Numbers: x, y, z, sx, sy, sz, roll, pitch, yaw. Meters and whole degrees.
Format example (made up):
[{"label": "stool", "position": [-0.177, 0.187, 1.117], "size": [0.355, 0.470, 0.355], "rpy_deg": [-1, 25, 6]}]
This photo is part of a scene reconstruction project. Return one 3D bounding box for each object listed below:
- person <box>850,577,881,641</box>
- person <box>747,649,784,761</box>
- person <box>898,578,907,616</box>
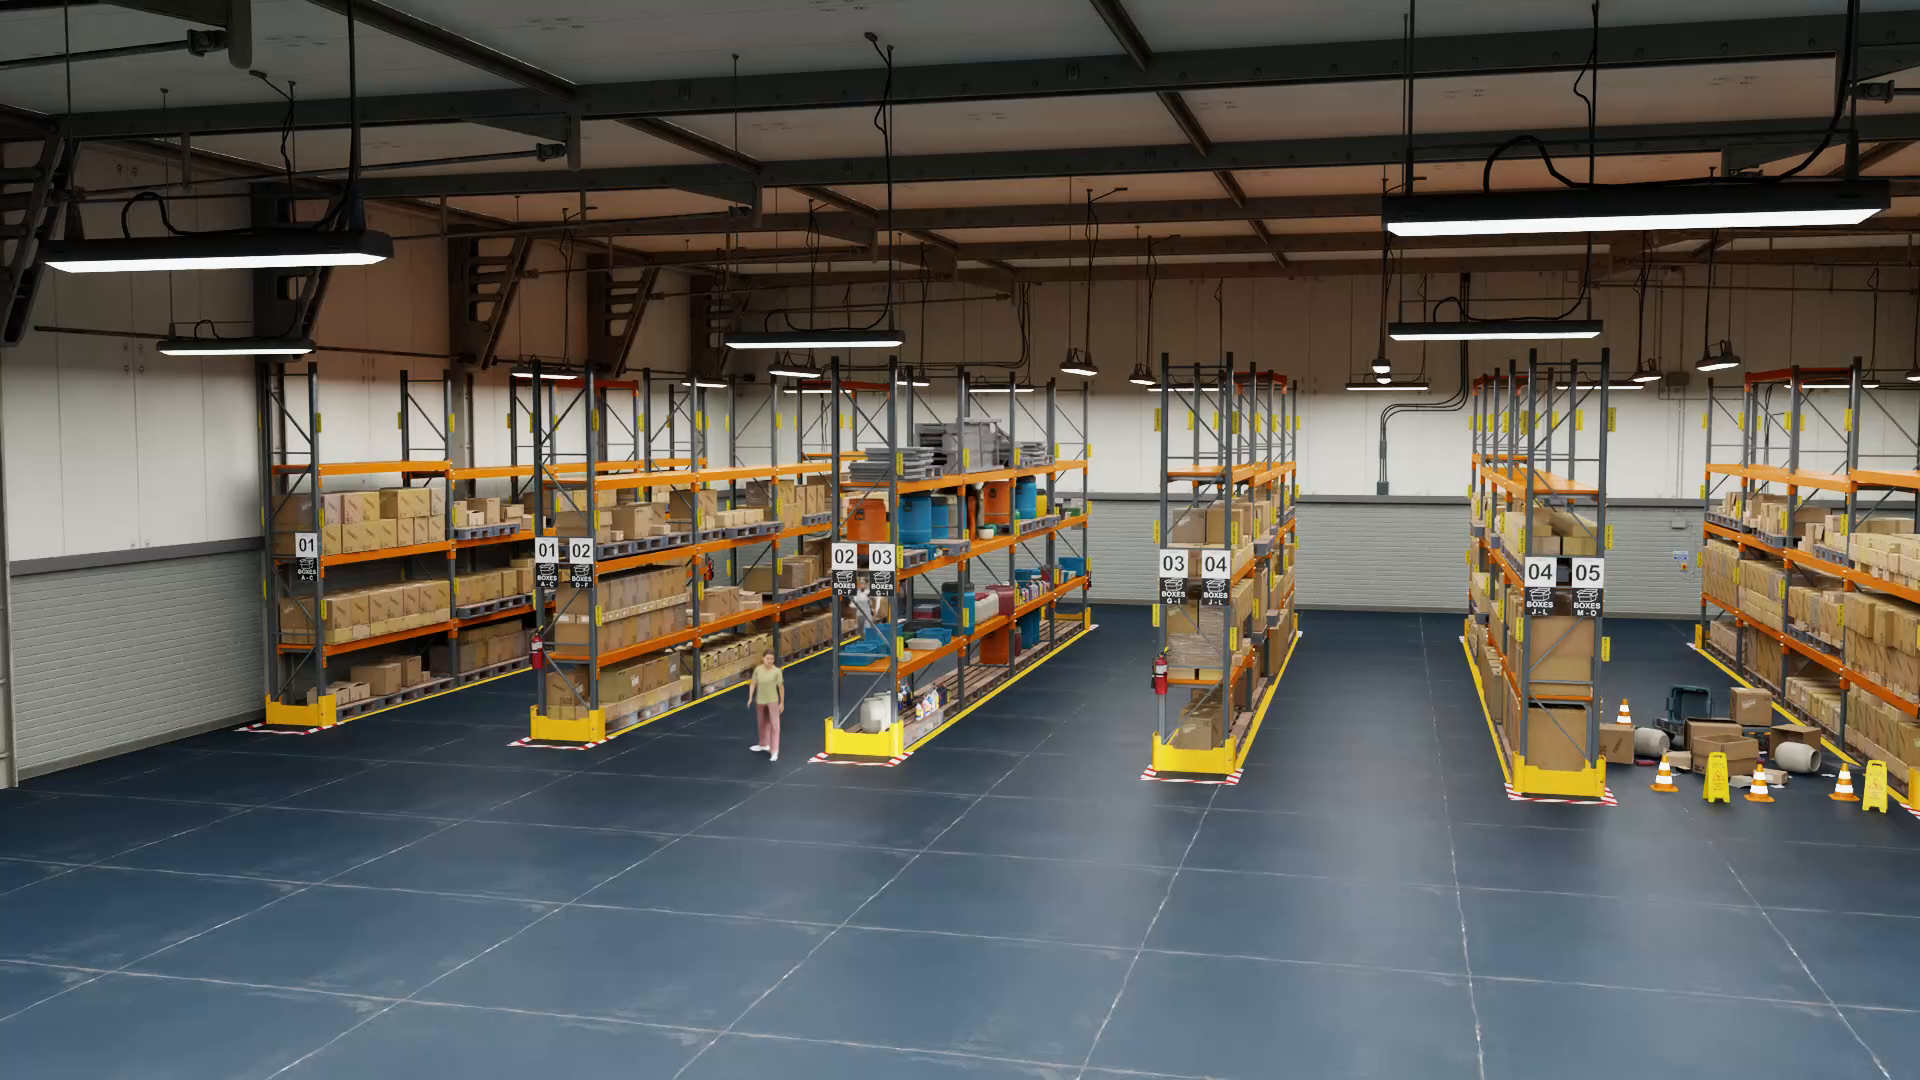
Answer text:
[{"label": "person", "position": [-2.025, 1.655, 35.604], "size": [0.615, 1.739, 0.885], "rpy_deg": [1, 4, 14]}, {"label": "person", "position": [-2.919, 2.437, 24.965], "size": [0.599, 1.646, 0.687], "rpy_deg": [1, 4, 11]}, {"label": "person", "position": [-1.534, 1.101, 43.327], "size": [0.626, 1.775, 0.832], "rpy_deg": [-2, 4, -22]}]
